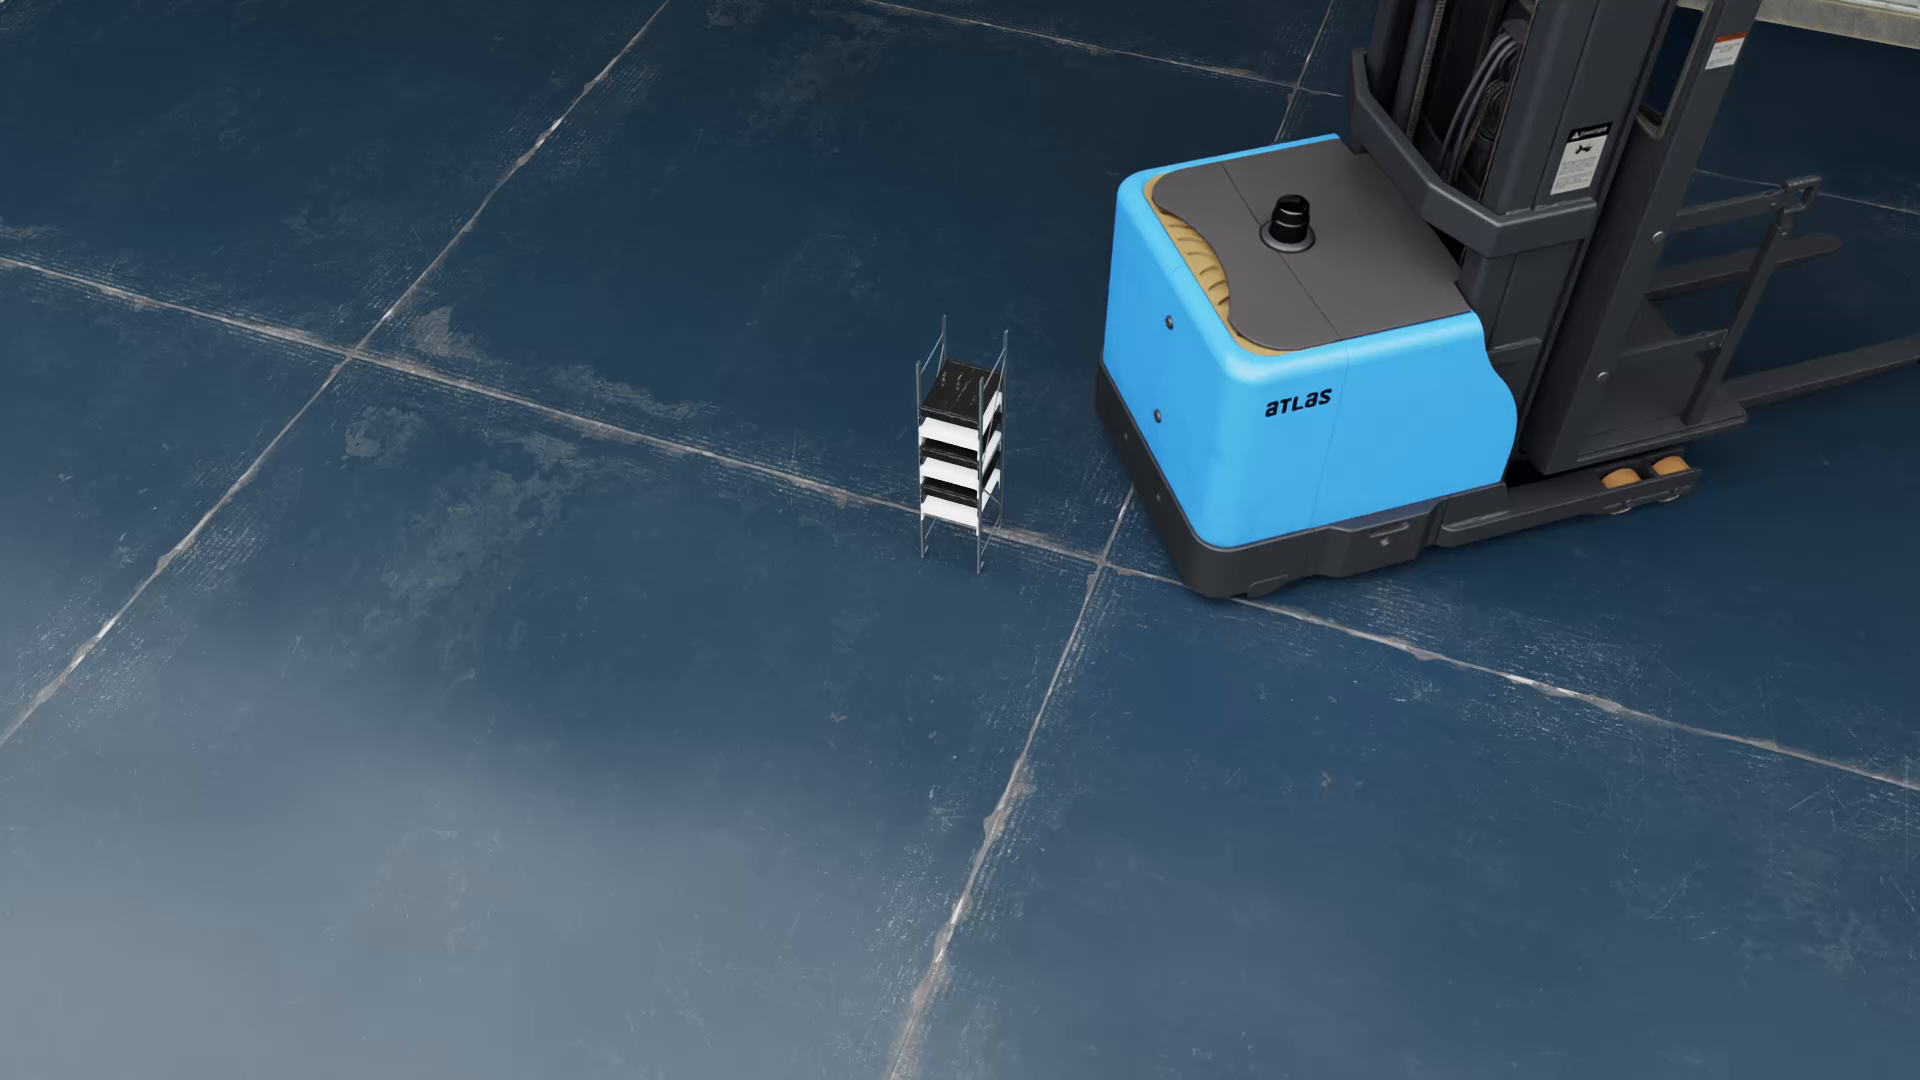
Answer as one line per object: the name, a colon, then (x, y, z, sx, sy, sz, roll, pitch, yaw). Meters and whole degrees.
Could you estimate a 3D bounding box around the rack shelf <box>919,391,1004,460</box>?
rack shelf: (0.008, -0.389, 5.297, 0.200, 0.077, 0.258, 16, 51, 13)

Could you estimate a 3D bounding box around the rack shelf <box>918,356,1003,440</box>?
rack shelf: (0.008, -0.448, 5.229, 0.200, 0.077, 0.258, 16, 51, 13)

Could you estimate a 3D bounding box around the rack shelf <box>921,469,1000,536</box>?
rack shelf: (0.008, -0.153, 5.569, 0.200, 0.077, 0.258, 16, 51, 13)

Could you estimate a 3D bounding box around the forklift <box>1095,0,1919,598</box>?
forklift: (2.068, -1.420, 5.041, 3.031, 2.935, 1.130, -13, 50, -11)

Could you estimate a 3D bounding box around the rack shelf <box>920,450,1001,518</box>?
rack shelf: (0.008, -0.212, 5.501, 0.200, 0.077, 0.258, 16, 51, 13)

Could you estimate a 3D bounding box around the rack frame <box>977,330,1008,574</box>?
rack frame: (0.103, -0.266, 5.385, 0.006, 0.900, 0.240, 16, 51, 13)

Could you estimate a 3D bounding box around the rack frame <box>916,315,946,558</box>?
rack frame: (-0.088, -0.319, 5.431, 0.006, 0.900, 0.240, 16, 51, 13)

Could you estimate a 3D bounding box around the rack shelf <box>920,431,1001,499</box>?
rack shelf: (0.008, -0.271, 5.433, 0.200, 0.077, 0.258, 16, 51, 13)

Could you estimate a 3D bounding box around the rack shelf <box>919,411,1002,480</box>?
rack shelf: (0.008, -0.330, 5.365, 0.200, 0.077, 0.258, 16, 51, 13)

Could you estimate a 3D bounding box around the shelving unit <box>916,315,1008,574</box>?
shelving unit: (0.008, -0.293, 5.408, 0.210, 0.900, 0.258, 16, 51, 13)
